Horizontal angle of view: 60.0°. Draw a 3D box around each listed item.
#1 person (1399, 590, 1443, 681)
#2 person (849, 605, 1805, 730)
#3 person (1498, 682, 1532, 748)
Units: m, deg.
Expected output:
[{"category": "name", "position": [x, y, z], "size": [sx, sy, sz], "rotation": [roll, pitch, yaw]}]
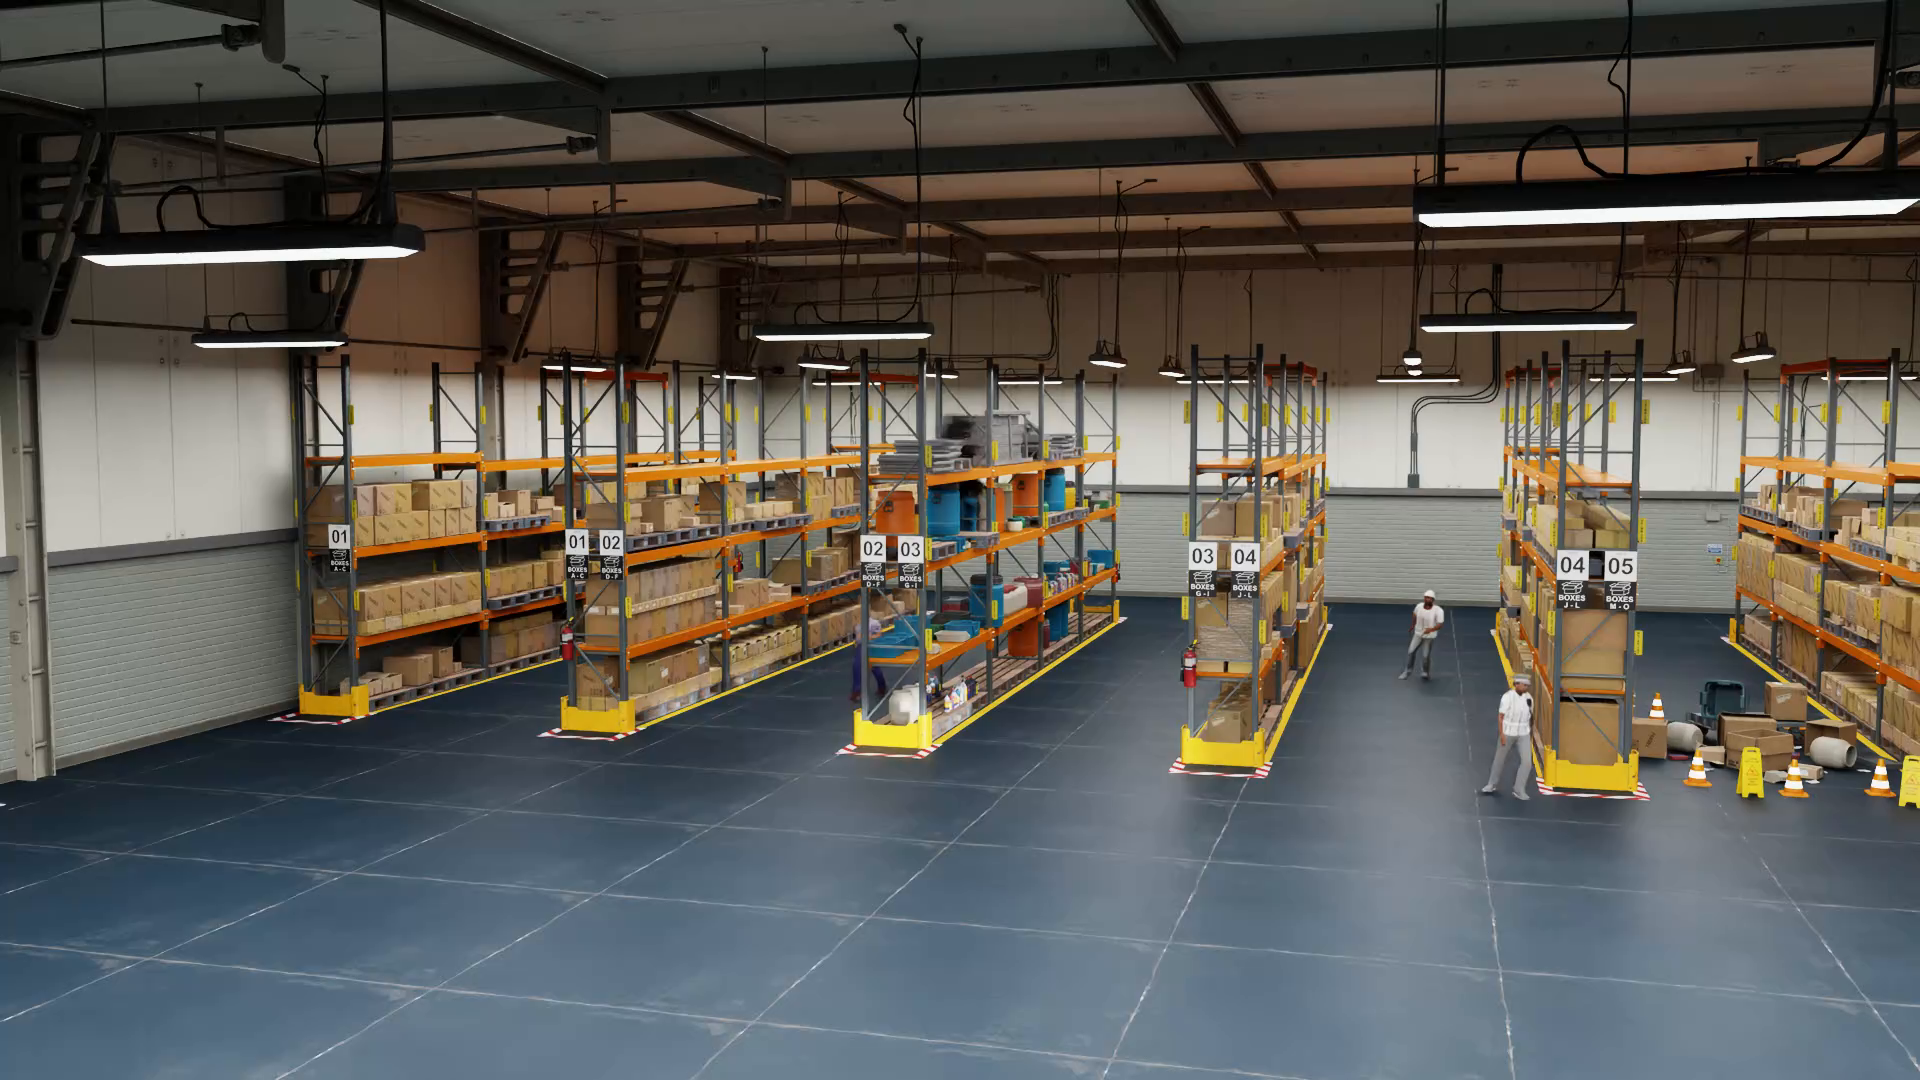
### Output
[{"category": "person", "position": [8.688, 1.780, 31.175], "size": [0.759, 1.712, 0.802], "rotation": [3, 5, 34]}, {"category": "person", "position": [5.792, 2.076, 27.884], "size": [14.646, 1.693, 6.243], "rotation": [3, 5, 32]}, {"category": "person", "position": [7.270, 2.244, 21.745], "size": [0.480, 0.995, 0.366], "rotation": [0, 4, 0]}]
